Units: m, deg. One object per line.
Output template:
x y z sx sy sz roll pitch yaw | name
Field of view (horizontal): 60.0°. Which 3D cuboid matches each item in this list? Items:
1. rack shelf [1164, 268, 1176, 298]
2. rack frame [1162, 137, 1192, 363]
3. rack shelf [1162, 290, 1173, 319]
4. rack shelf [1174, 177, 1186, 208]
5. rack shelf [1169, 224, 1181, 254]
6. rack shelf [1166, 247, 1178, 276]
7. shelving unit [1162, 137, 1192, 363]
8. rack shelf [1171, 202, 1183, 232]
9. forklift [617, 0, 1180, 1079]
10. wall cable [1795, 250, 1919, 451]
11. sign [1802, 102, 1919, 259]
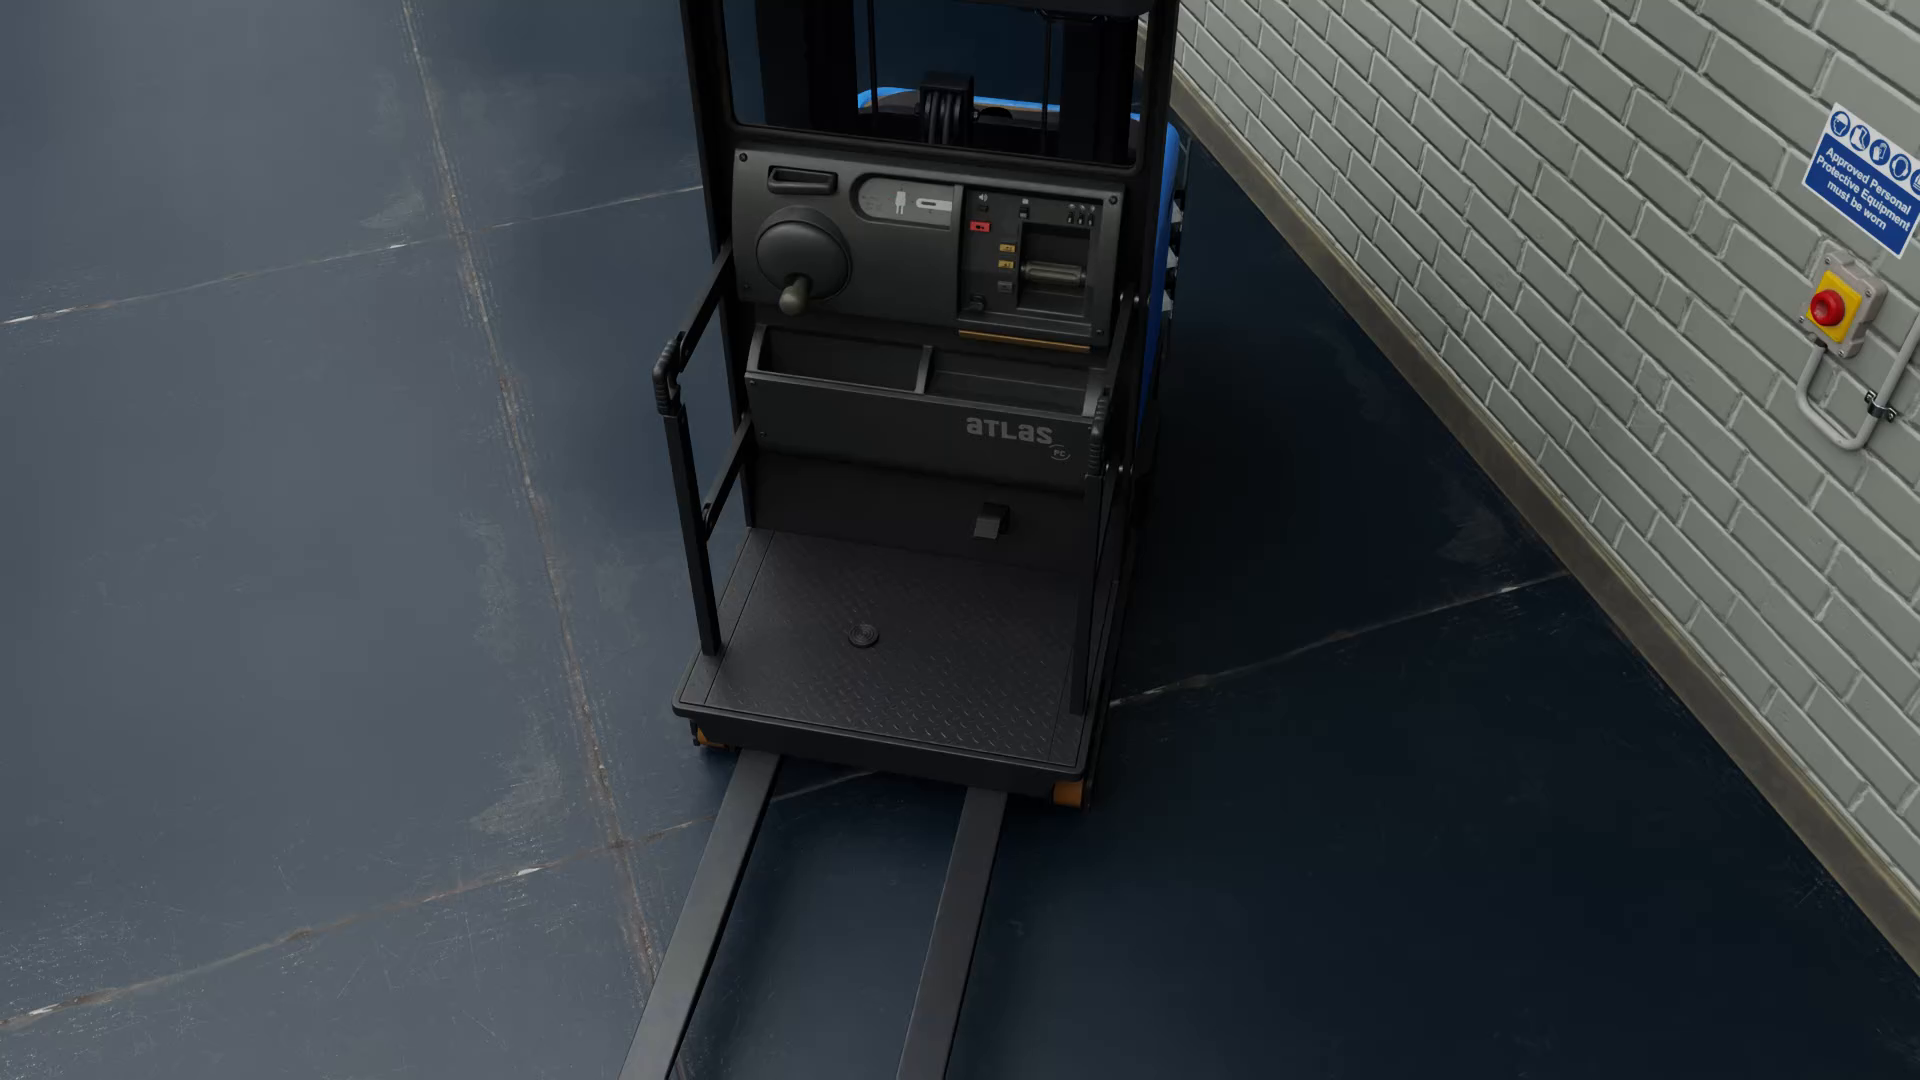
0.599 -0.918 5.704 0.200 0.077 0.258 -11 46 -11 | rack shelf
0.698 -1.024 5.635 0.006 0.900 0.240 -11 46 -11 | rack frame
0.599 -0.854 5.767 0.200 0.077 0.258 -11 46 -11 | rack shelf
0.599 -1.172 5.449 0.200 0.077 0.258 -11 46 -11 | rack shelf
0.599 -1.045 5.576 0.200 0.077 0.258 -11 46 -11 | rack shelf
0.599 -0.981 5.640 0.200 0.077 0.258 -11 46 -11 | rack shelf
0.599 -1.005 5.616 0.210 0.900 0.258 -11 46 -11 | shelving unit
0.599 -1.108 5.512 0.200 0.077 0.258 -11 46 -11 | rack shelf
-0.127 -0.603 3.781 1.130 2.935 3.031 8 46 8 | forklift
2.006 -1.039 3.429 0.123 1.953 0.585 -14 47 -14 | wall cable
2.047 -0.812 3.751 0.001 0.218 0.327 -14 47 -14 | sign
